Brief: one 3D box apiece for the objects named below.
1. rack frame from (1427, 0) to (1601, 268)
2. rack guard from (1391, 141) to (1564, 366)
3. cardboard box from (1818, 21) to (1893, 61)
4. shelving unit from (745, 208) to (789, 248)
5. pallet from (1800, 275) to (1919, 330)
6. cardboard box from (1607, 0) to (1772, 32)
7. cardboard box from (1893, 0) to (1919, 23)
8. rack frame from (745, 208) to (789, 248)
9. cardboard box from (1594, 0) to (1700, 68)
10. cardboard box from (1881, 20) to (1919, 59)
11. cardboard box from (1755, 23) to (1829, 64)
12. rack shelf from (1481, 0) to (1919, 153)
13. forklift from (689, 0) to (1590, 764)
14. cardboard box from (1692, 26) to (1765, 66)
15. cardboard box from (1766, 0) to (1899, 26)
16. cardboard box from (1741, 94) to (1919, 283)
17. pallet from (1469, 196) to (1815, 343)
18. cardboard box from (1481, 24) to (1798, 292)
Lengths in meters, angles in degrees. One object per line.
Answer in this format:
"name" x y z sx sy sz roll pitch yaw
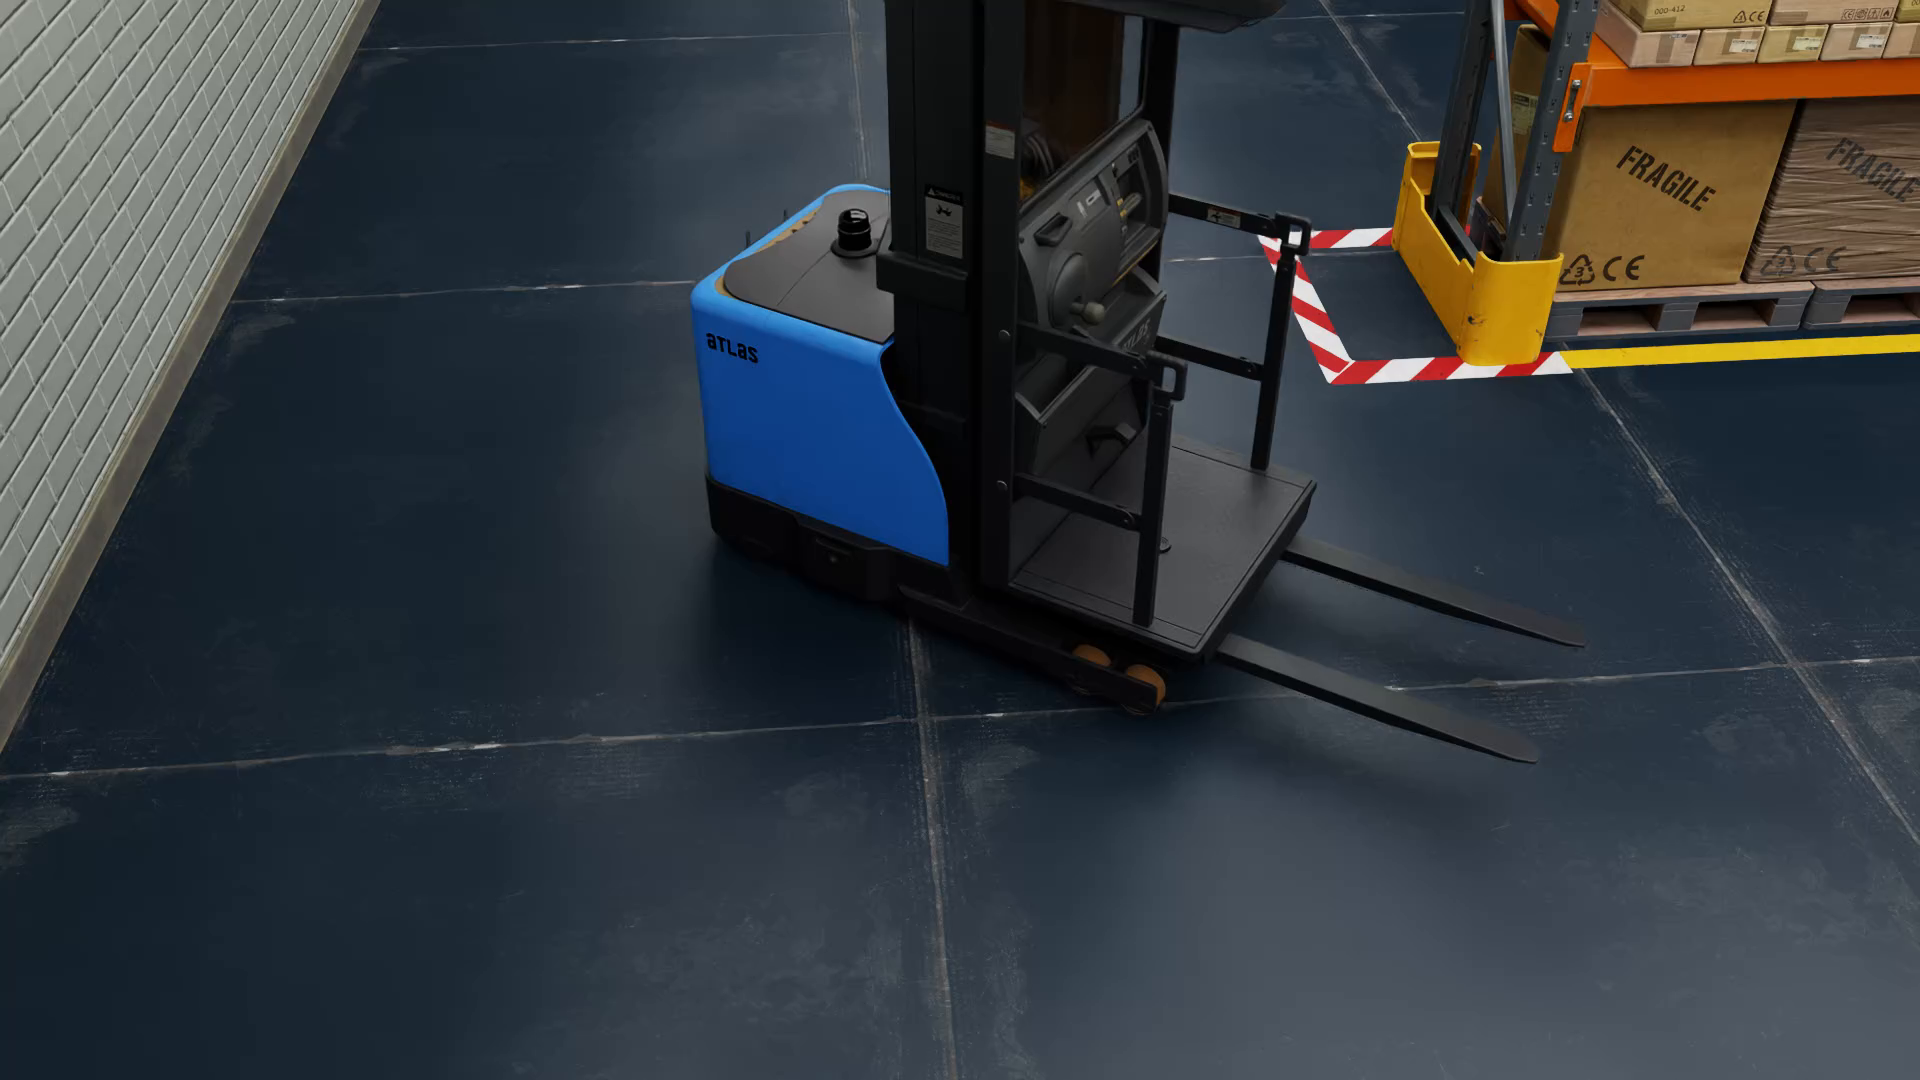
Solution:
"rack frame" 2.332 -2.299 6.742 0.127 3.000 1.000 -3 38 -4
"rack guard" 2.309 -1.316 7.514 0.348 0.500 1.175 -3 38 -4
"cardboard box" 3.485 -2.060 6.642 0.250 0.149 0.380 -4 38 -5
"shelving unit" -0.654 -0.831 6.576 0.210 0.900 0.258 24 45 28
"pallet" 4.334 -1.361 7.805 1.213 0.211 1.003 -3 38 -4
"cardboard box" 2.835 -2.216 6.518 0.500 0.250 0.500 -4 38 -5
"cardboard box" 3.853 -2.274 6.592 0.500 0.250 0.500 -4 38 -5
"rack frame" -0.736 -0.868 6.623 0.006 0.900 0.240 24 45 28
"cardboard box" 2.715 -2.016 6.586 0.250 0.149 0.380 -3 38 -3
"cardboard box" 3.739 -2.073 6.659 0.250 0.149 0.380 -4 38 -5
"cardboard box" 3.226 -2.045 6.623 0.250 0.149 0.380 -4 38 -5
"rack shelf" 4.325 -2.126 7.104 4.000 0.370 1.077 -3 38 -4
"forklift" 0.603 -0.949 5.087 3.031 2.935 1.130 20 42 23
"cardboard box" 2.971 -2.031 6.605 0.250 0.149 0.380 -4 38 -5
"cardboard box" 3.352 -2.249 6.560 0.500 0.250 0.500 -4 38 -5
"cardboard box" 3.869 -1.764 7.440 0.875 0.875 0.875 -3 38 -4
"pallet" 3.122 -1.296 7.722 1.213 0.211 1.003 -3 38 -4
"cardboard box" 2.963 -1.714 7.377 0.875 0.875 0.875 -3 38 -4
